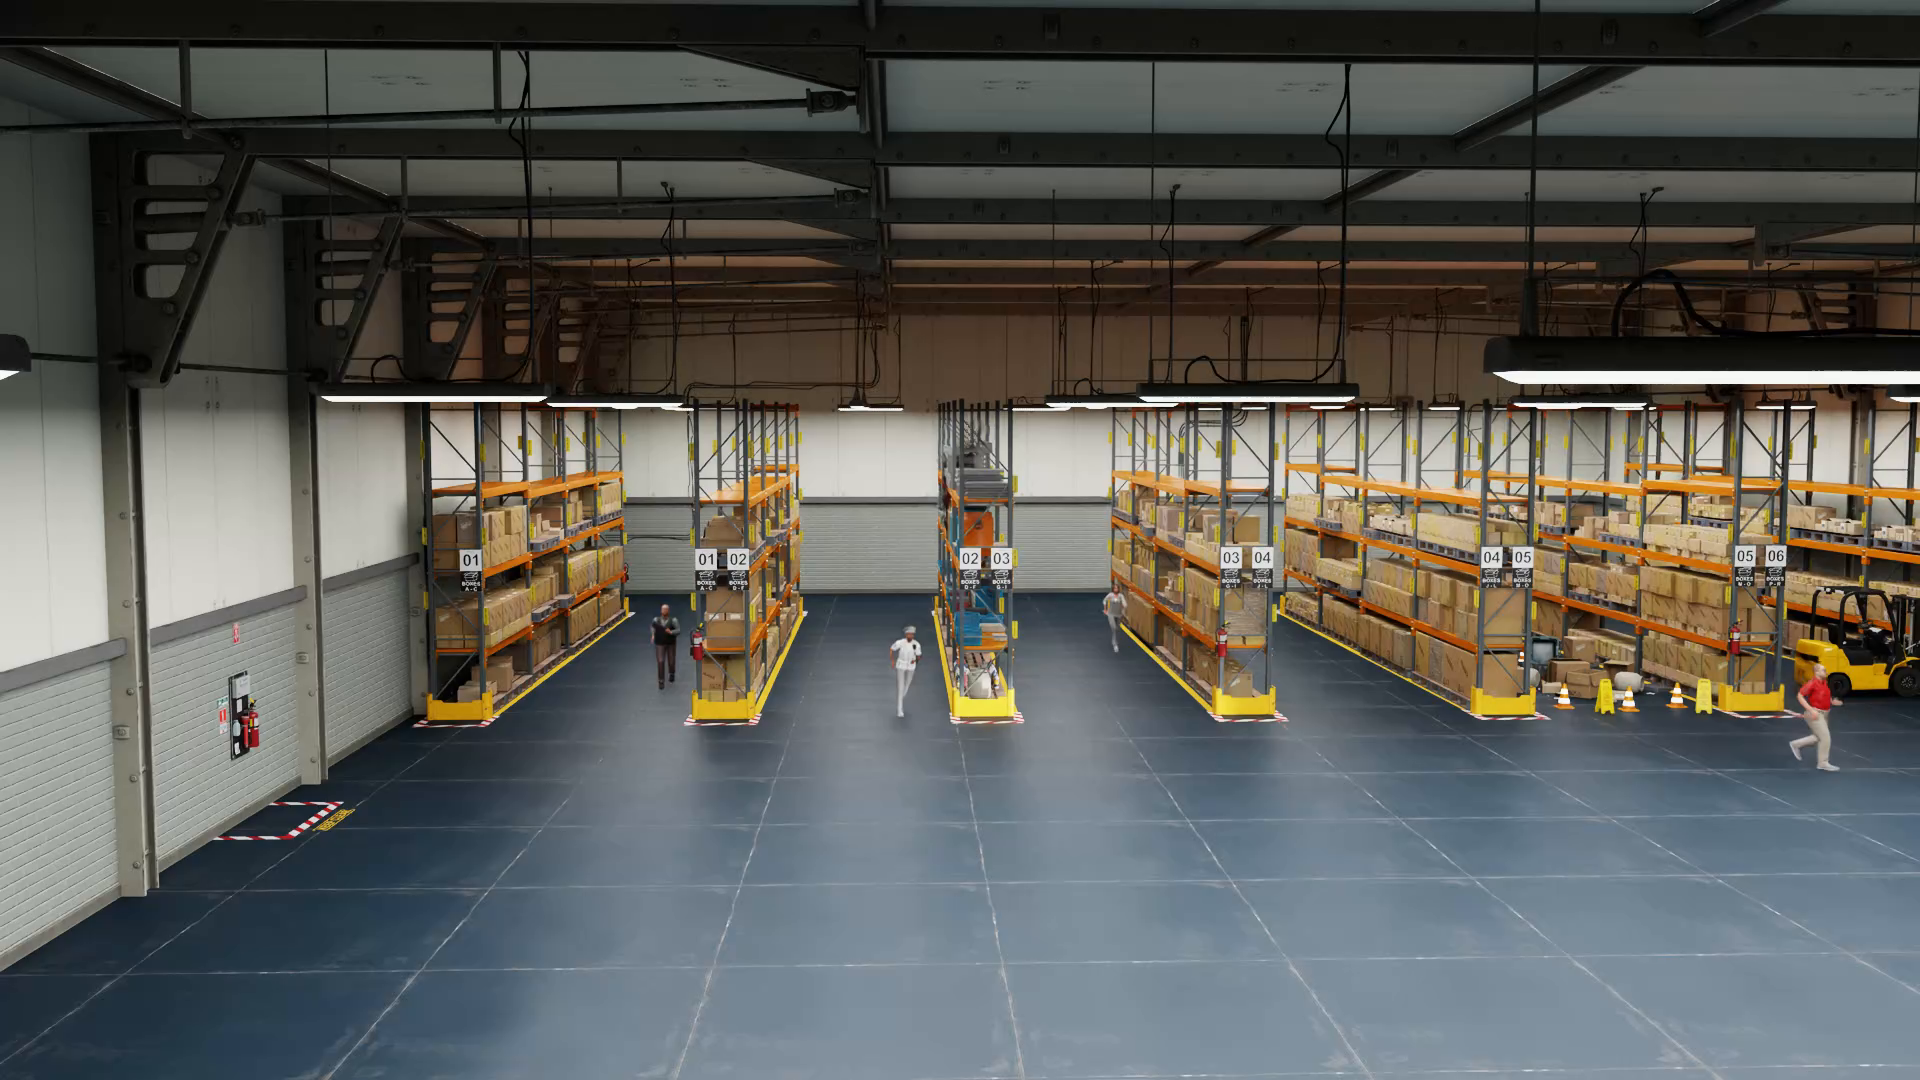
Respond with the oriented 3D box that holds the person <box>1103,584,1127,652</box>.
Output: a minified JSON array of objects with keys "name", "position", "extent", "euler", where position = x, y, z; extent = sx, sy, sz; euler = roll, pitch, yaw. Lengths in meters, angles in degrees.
[{"name":"person","position":[3.748,1.850,40.176],"extent":[0.520,1.612,0.855],"euler":[-1,4,-8]}]

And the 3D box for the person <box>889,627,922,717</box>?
[{"name":"person","position":[-1.027,2.490,31.803],"extent":[0.602,1.701,0.843],"euler":[-1,4,-15]}]

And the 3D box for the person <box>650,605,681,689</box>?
[{"name":"person","position":[-6.151,2.203,34.735],"extent":[0.656,1.707,0.970],"euler":[0,4,-5]}]

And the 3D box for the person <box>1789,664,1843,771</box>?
[{"name":"person","position":[13.767,2.834,26.798],"extent":[0.666,1.694,0.809],"euler":[-4,6,-42]}]
